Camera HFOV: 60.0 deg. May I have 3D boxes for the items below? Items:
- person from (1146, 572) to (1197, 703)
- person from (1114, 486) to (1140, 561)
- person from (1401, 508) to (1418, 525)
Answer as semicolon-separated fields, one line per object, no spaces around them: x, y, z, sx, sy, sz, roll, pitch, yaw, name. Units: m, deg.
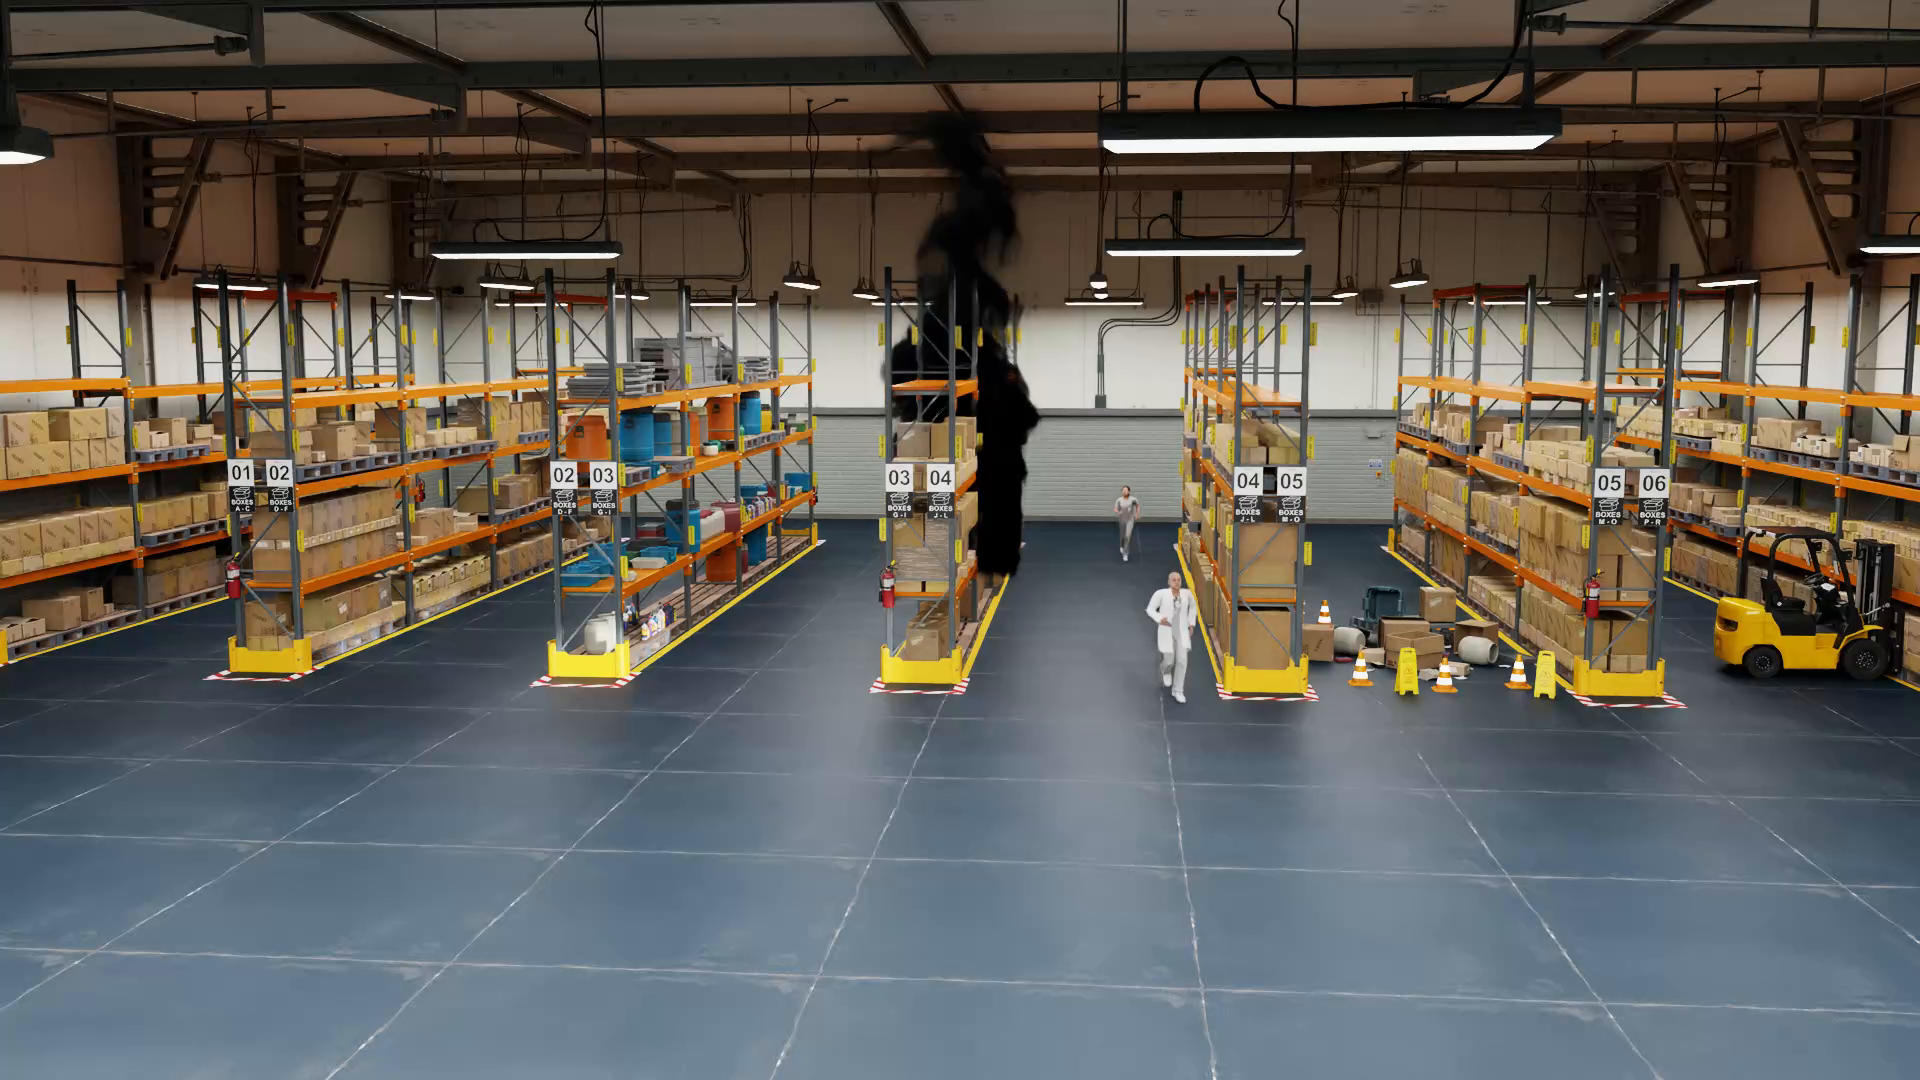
2.978;1.324;23.268;0.749;1.777;0.890;-1;7;-6;person
3.775;-0.366;37.755;0.555;1.603;0.949;2;7;12;person
11.016;-0.702;40.458;0.487;1.602;0.729;1;7;10;person
